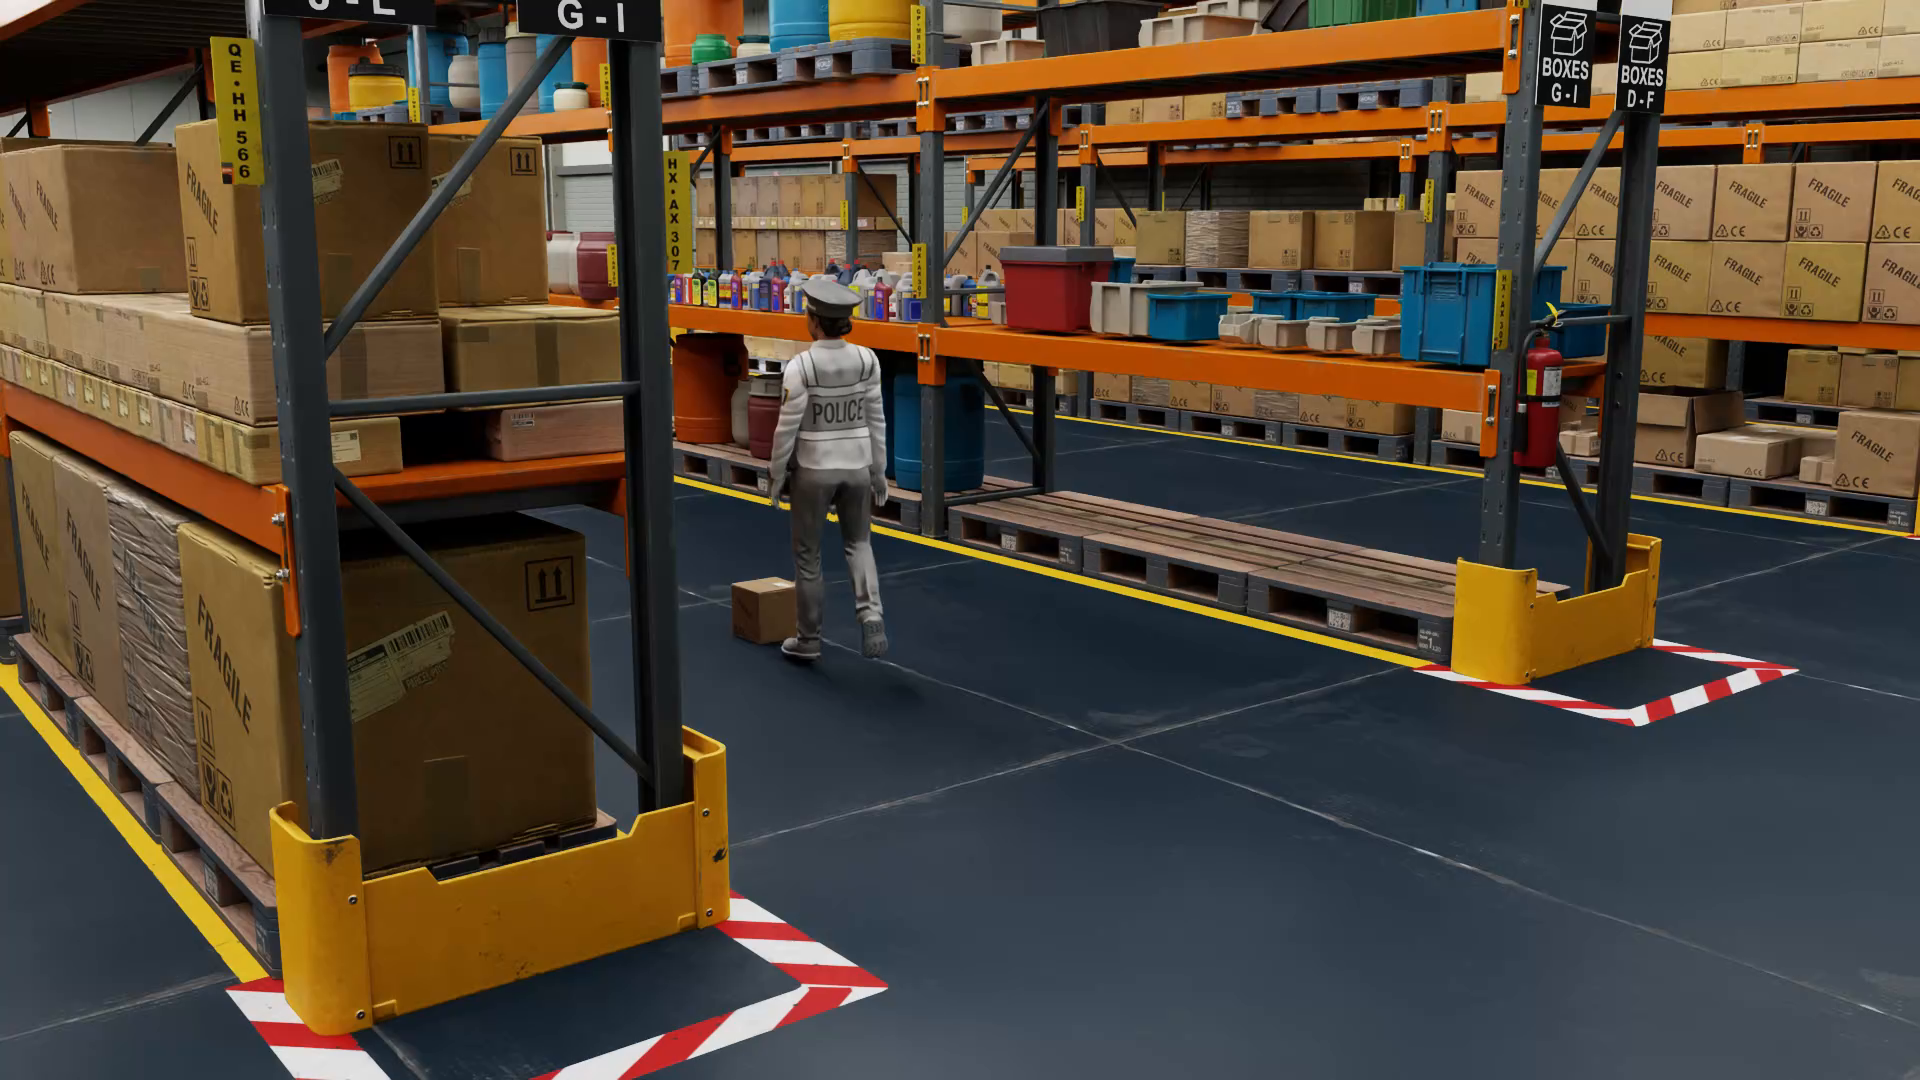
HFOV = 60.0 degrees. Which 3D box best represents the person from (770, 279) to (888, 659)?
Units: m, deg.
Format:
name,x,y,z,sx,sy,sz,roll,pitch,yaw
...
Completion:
name,x,y,z,sx,sy,sz,roll,pitch,yaw
person,-0.582,-0.287,7.240,0.533,1.685,0.572,-6,12,-27
